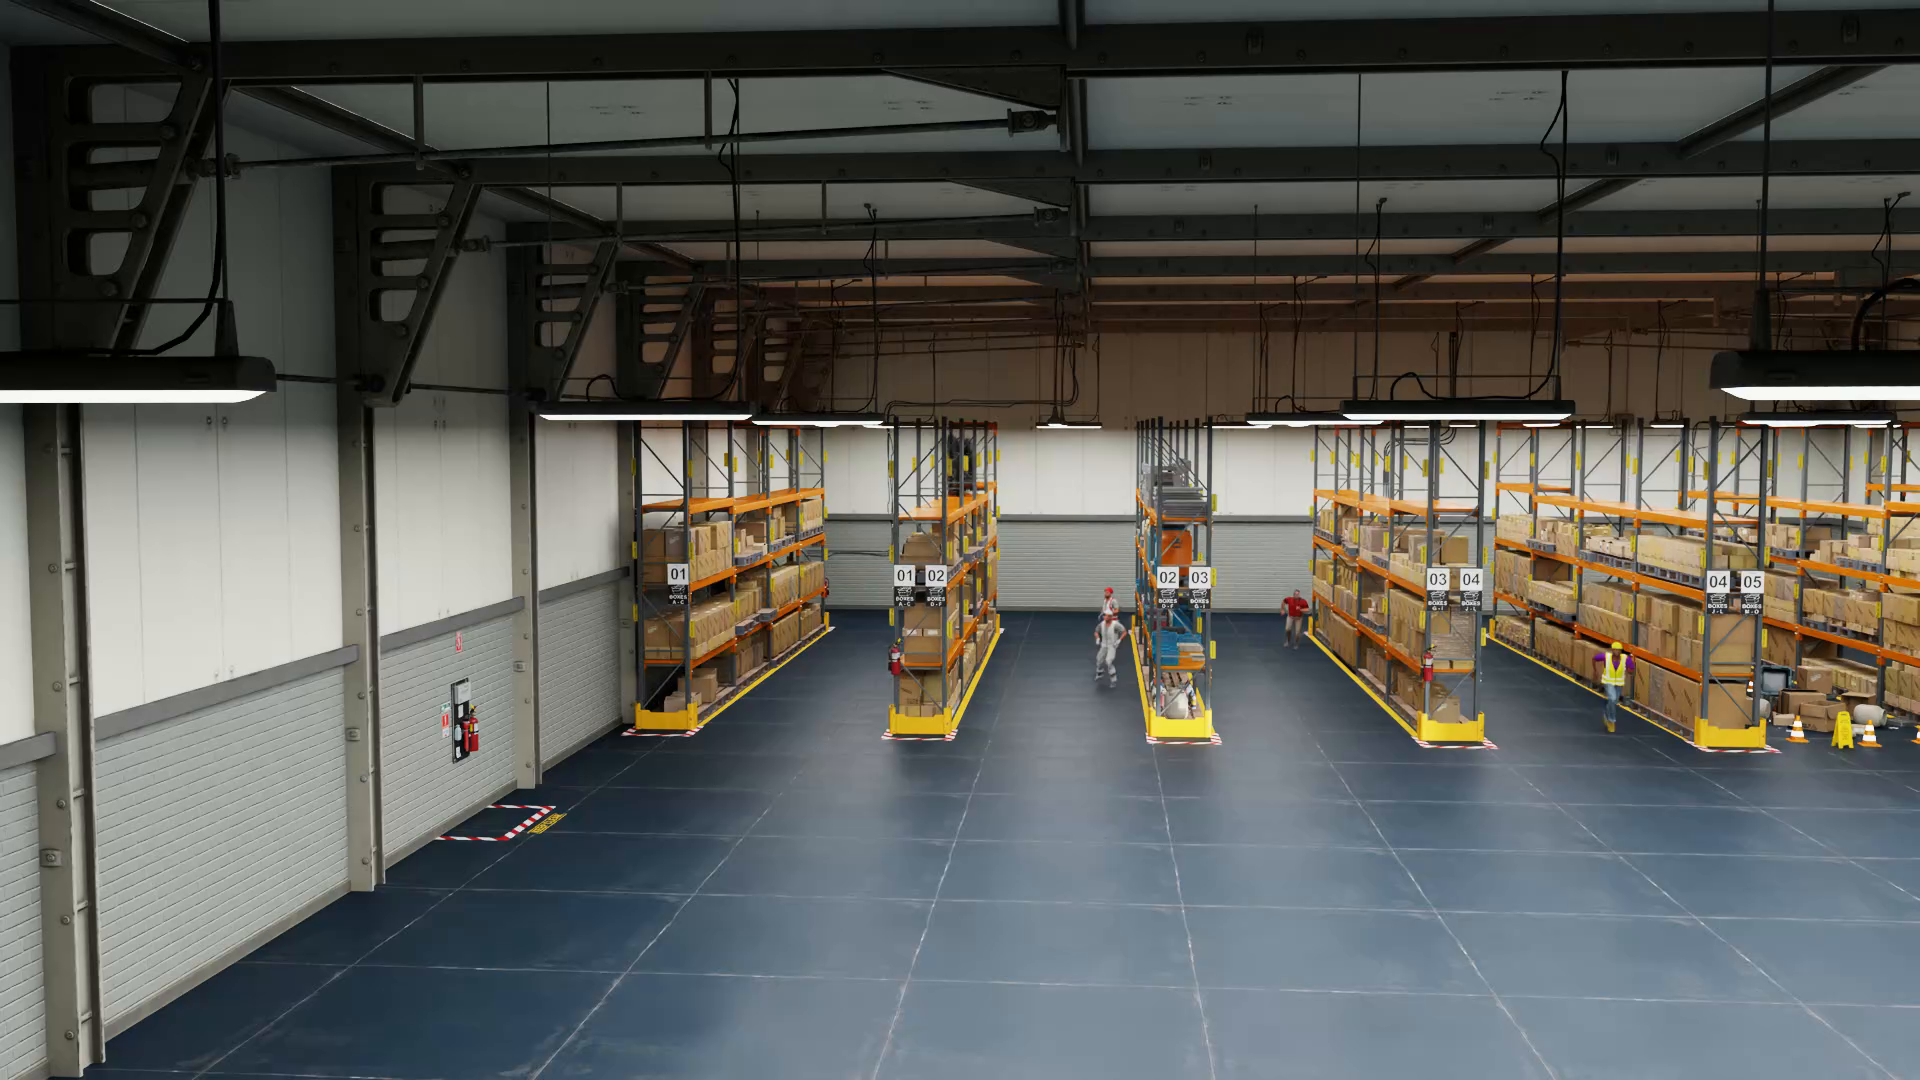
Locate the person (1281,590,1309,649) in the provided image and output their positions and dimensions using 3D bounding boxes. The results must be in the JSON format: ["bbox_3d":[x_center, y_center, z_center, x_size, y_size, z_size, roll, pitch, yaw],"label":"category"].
[{"bbox_3d":[8.791,2.098,43.692,0.743,1.627,0.773,1,4,14],"label":"person"}]

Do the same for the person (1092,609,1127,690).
[{"bbox_3d":[3.303,2.426,37.308,0.885,1.768,0.718,2,4,30],"label":"person"}]

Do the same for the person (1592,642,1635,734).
[{"bbox_3d":[12.470,2.790,31.771,0.686,1.751,0.941,0,4,1],"label":"person"}]

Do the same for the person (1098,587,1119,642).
[{"bbox_3d":[3.754,2.082,42.216,0.716,1.780,0.682,2,4,31],"label":"person"}]
